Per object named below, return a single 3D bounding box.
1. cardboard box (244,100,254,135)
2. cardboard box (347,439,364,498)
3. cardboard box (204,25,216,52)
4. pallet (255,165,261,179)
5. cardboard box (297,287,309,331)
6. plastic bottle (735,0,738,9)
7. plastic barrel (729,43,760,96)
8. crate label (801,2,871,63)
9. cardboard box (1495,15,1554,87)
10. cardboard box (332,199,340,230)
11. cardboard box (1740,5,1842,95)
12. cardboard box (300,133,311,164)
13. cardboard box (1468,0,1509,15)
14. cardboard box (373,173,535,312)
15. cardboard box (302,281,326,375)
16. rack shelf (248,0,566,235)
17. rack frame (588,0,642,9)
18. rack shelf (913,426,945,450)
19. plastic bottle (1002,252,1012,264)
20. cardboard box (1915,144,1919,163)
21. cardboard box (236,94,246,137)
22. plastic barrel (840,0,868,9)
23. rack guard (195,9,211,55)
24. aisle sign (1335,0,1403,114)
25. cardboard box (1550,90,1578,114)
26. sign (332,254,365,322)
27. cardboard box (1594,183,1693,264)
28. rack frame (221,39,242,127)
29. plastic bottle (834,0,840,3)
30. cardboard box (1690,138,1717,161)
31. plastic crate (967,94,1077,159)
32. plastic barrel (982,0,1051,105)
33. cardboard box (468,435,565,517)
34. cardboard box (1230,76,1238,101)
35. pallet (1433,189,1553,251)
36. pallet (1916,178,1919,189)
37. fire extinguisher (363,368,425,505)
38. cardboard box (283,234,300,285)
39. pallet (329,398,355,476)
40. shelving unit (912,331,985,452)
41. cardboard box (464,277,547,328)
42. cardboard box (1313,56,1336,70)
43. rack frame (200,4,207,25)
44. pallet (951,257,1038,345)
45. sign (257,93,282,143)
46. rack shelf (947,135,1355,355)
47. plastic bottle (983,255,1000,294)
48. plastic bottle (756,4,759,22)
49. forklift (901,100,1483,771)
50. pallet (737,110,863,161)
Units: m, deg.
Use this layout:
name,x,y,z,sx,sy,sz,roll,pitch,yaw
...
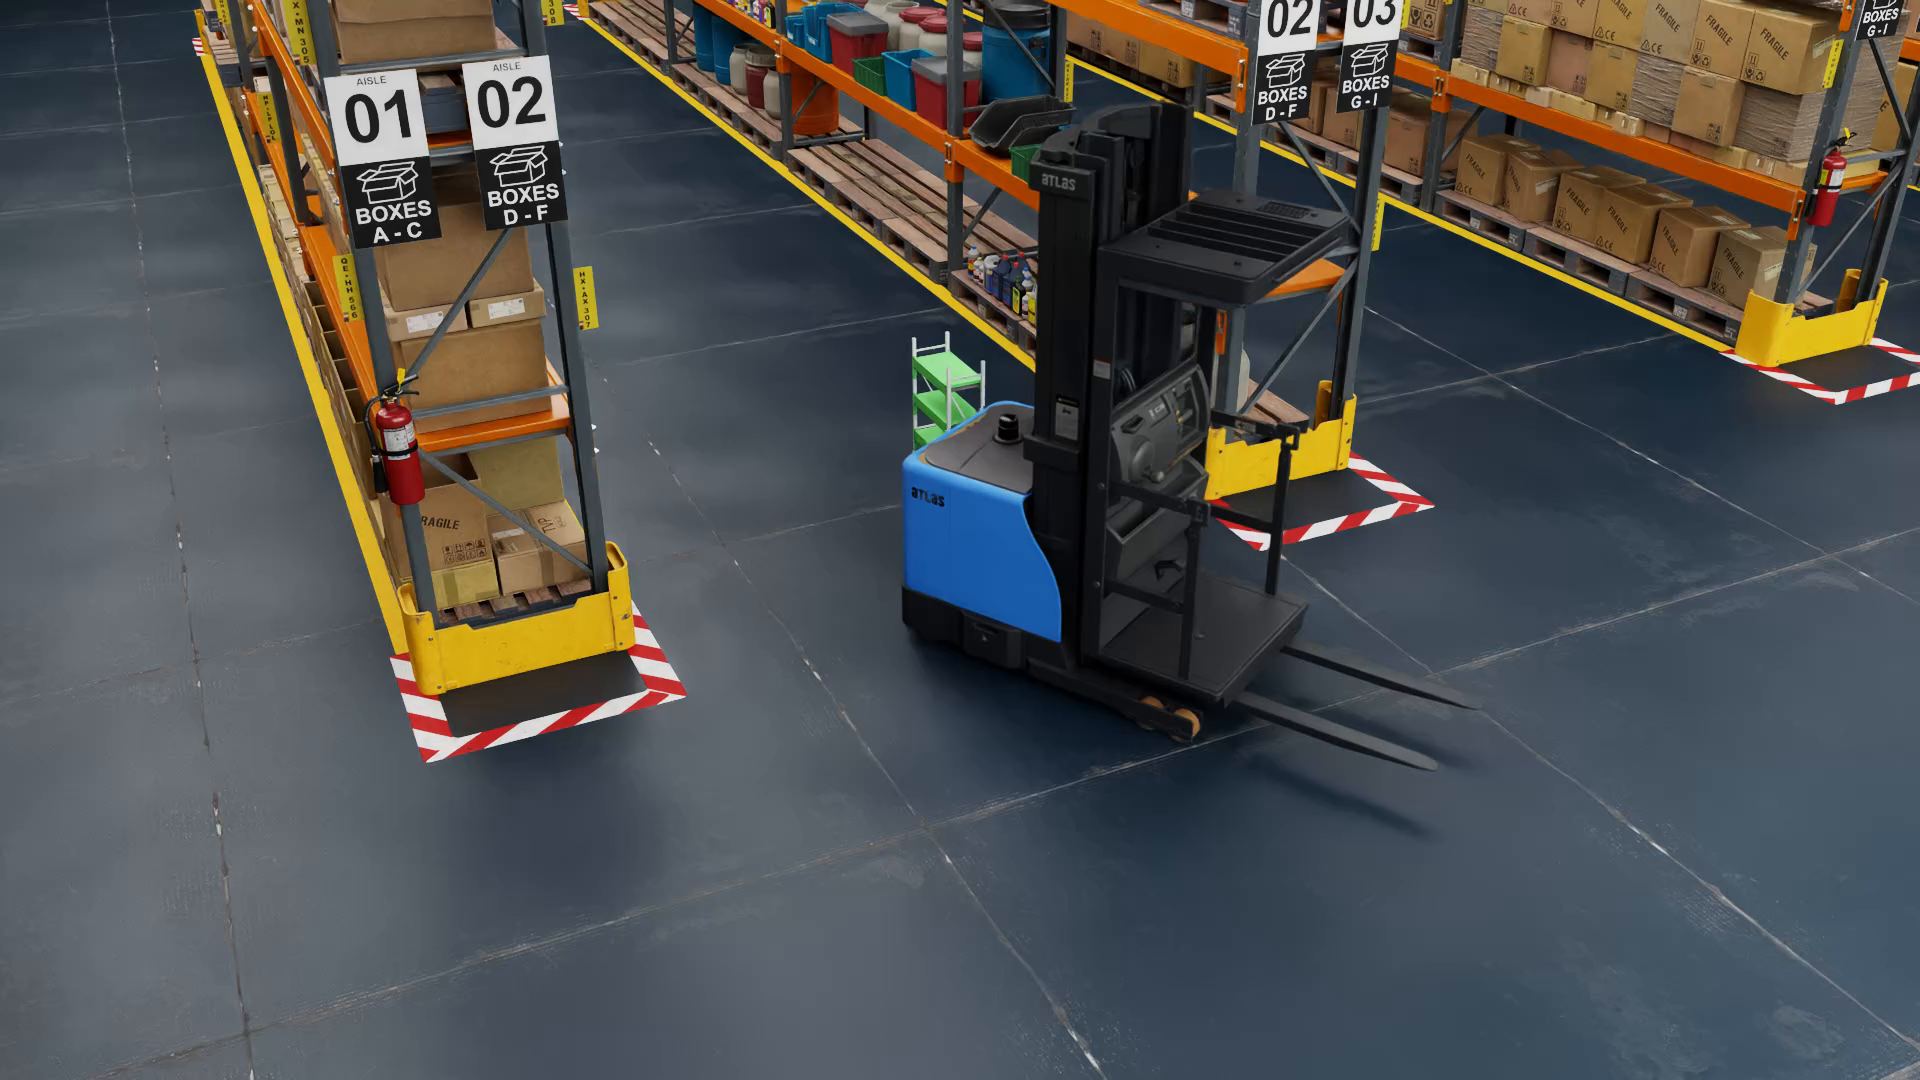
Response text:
name,x,y,z,sx,sy,sz,roll,pitch,yaw
cardboard box,-6.462,-4.038,15.696,0.500,0.250,0.500,-12,31,-20
cardboard box,-3.538,-0.506,10.441,0.500,0.250,0.500,-13,32,-22
cardboard box,-9.063,-6.227,20.622,0.500,0.250,0.500,-13,32,-22
pallet,-6.627,-3.881,16.928,1.003,0.211,1.213,-13,32,-22
cardboard box,-4.759,-1.784,12.720,0.500,0.250,0.500,-14,32,-23
plastic bottle,-2.329,-5.720,17.560,0.097,0.201,0.097,0,29,0
plastic barrel,-2.378,-5.300,18.722,0.421,0.512,0.421,0,29,0
crate label,-1.163,-4.779,15.643,0.502,0.435,0.616,-13,32,-22
cardboard box,5.166,-4.266,14.357,0.875,0.500,0.500,-13,32,-22
cardboard box,-3.495,-1.938,9.847,0.380,0.149,0.250,-13,32,-22
cardboard box,6.103,-3.566,12.087,0.500,0.500,0.500,-13,32,-22
cardboard box,-4.163,-2.621,11.066,0.380,0.149,0.250,-13,32,-22
cardboard box,4.809,-4.890,14.448,0.500,0.500,0.500,-13,32,-22
cardboard box,-2.598,-1.529,8.454,0.700,0.500,0.500,-13,32,-22
cardboard box,-4.187,-1.495,11.437,0.500,0.500,0.500,-13,32,-22
rack shelf,-3.245,-2.565,9.400,1.077,0.370,4.000,-13,32,-22
rack frame,-4.779,-8.794,22.838,1.000,3.000,0.127,-13,32,-22
rack shelf,-0.071,-0.541,10.091,0.258,0.148,0.480,-13,32,-22
plastic bottle,0.372,-2.153,13.322,0.061,0.283,0.133,-13,32,-22
cardboard box,9.966,-4.096,16.204,0.875,0.875,0.875,-13,32,-22
cardboard box,-7.103,-4.369,17.054,0.500,0.500,0.500,-13,32,-21
plastic barrel,-0.872,-5.178,16.250,0.600,0.536,0.708,-13,32,-22
rack guard,-9.222,-6.631,21.538,1.175,0.500,0.348,-13,32,-22
aisle sign,2.385,-2.889,9.651,0.394,0.787,0.004,-13,32,-22
cardboard box,5.225,-3.718,14.043,0.380,0.149,0.250,-13,32,-22
sign,-2.882,-1.188,7.848,0.100,0.325,0.005,-13,32,-22
cardboard box,5.770,-2.675,14.053,0.500,0.500,0.500,-10,31,-17
rack frame,-7.538,-5.988,17.835,1.000,3.000,0.127,-13,32,-22
plastic bottle,-1.239,-5.465,17.028,0.152,0.276,0.135,-13,32,-22
cardboard box,5.900,-3.063,12.874,0.380,0.149,0.250,-13,32,-22
plastic crate,0.482,-3.208,12.940,0.767,0.338,0.504,-13,32,-22
plastic barrel,0.480,-3.946,13.680,0.600,0.901,0.708,-13,32,-22
cardboard box,-2.632,-0.502,9.667,0.500,0.500,0.500,-13,32,-22
cardboard box,3.434,-5.109,18.374,0.700,0.500,0.500,-15,33,-25
pallet,5.166,-3.027,15.405,1.003,0.211,1.213,-13,32,-22
pallet,10.152,-3.421,16.108,1.003,0.211,1.213,-13,32,-22
fire extinguisher,-2.755,-0.504,8.134,0.296,0.674,0.183,-13,32,-22
cardboard box,-4.977,-2.251,12.979,0.500,0.311,0.500,-13,32,-22
pallet,-3.800,-0.878,11.573,1.003,0.211,1.213,-13,32,-22
shelving unit,-0.071,-0.596,10.060,0.258,1.200,0.503,-13,32,-22
cardboard box,-2.360,-1.232,8.588,0.380,0.149,0.250,-13,32,-22
cardboard box,3.680,-5.206,17.780,0.500,0.250,0.500,-9,31,-16
rack frame,-9.255,-7.755,20.986,1.000,3.000,0.127,-13,32,-22
pallet,0.623,-1.971,13.522,1.003,0.211,1.213,-13,32,-22
sign,-4.589,-2.807,11.058,0.100,0.325,0.005,-13,32,-22
rack shelf,1.231,-2.295,11.985,1.077,0.370,4.000,-13,32,-22
plastic bottle,0.277,-2.127,13.284,0.152,0.276,0.135,-12,31,-20
plastic bottle,-2.036,-5.419,17.023,0.097,0.201,0.097,0,29,0
forklift,1.178,-0.553,8.212,3.031,2.935,1.130,19,34,30
pallet,-1.721,-4.383,17.823,1.003,0.211,1.213,-13,32,-22
